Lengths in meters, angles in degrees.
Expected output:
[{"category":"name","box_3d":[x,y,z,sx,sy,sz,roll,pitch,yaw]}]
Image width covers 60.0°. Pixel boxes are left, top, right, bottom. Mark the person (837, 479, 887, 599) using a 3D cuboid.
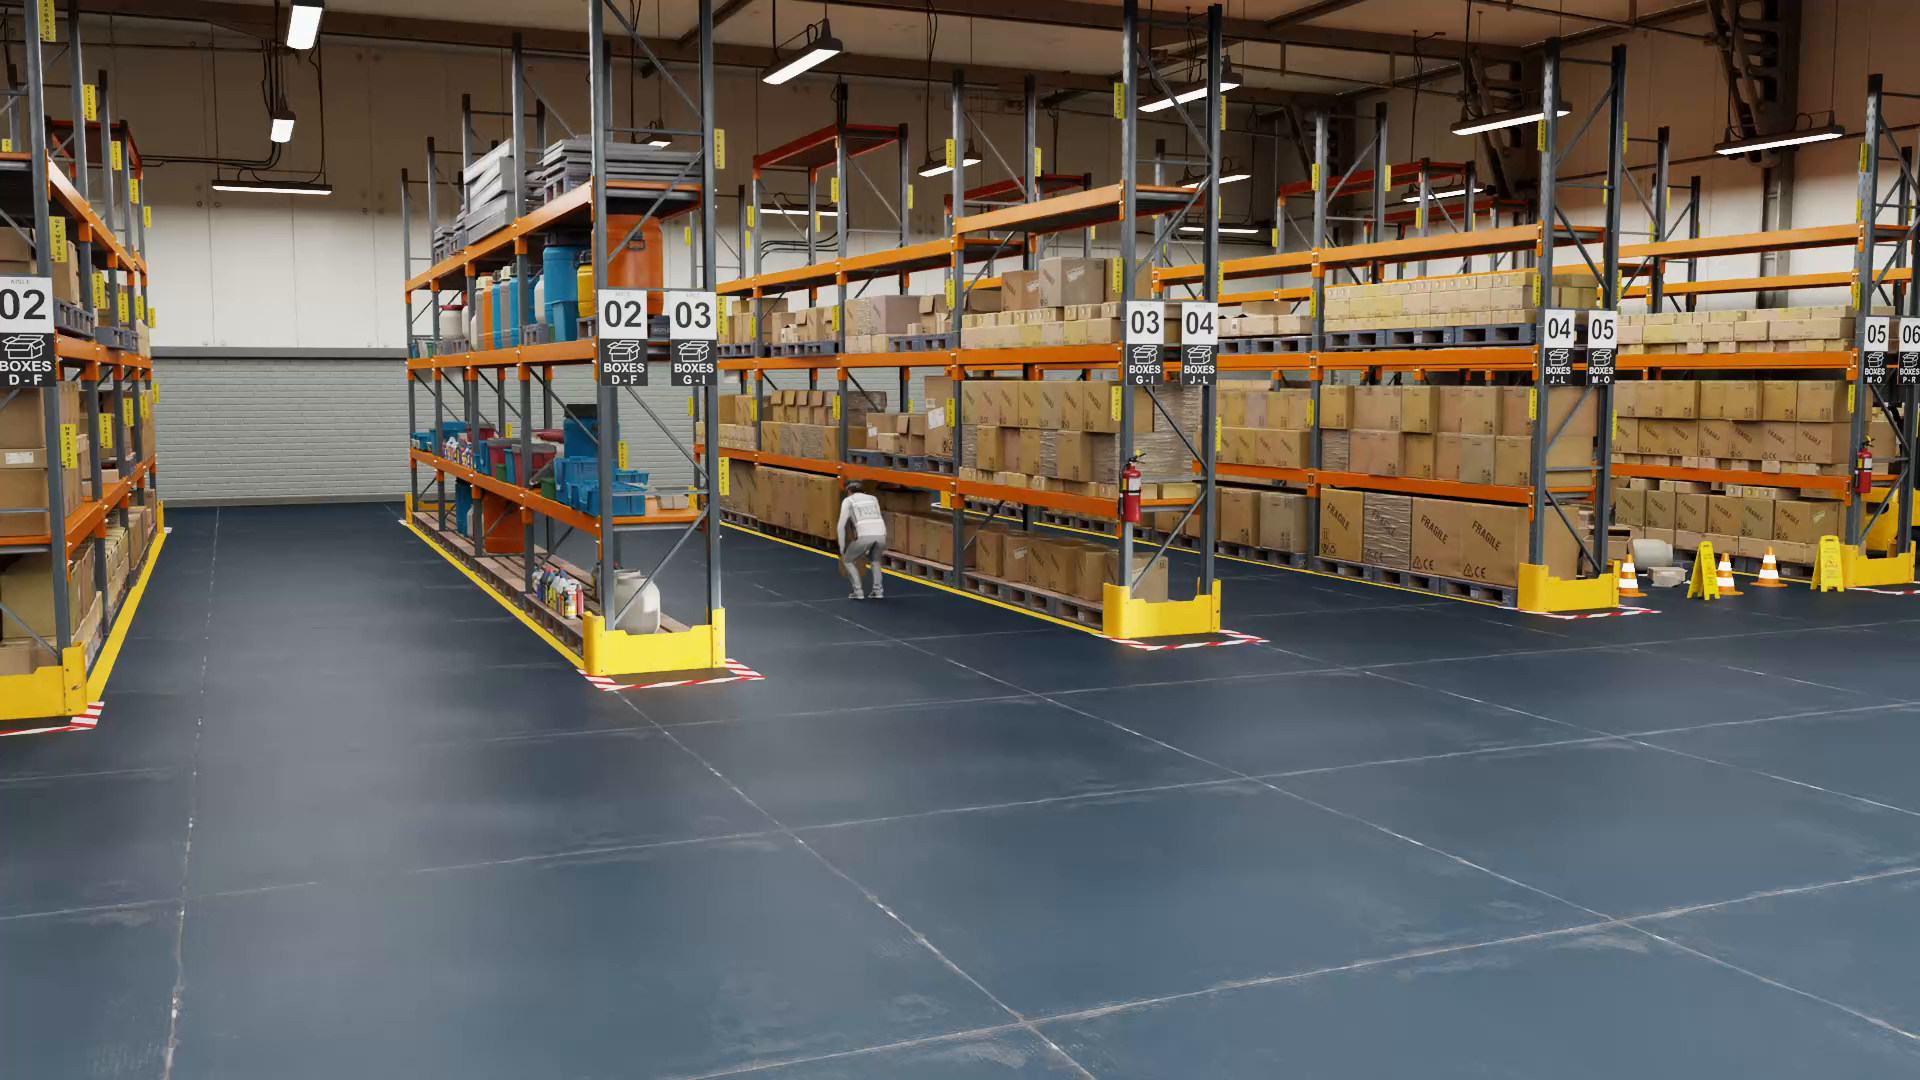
[{"category":"person","box_3d":[-1.117,-0.010,18.794,0.535,1.349,0.714,-2,6,-24]}]
